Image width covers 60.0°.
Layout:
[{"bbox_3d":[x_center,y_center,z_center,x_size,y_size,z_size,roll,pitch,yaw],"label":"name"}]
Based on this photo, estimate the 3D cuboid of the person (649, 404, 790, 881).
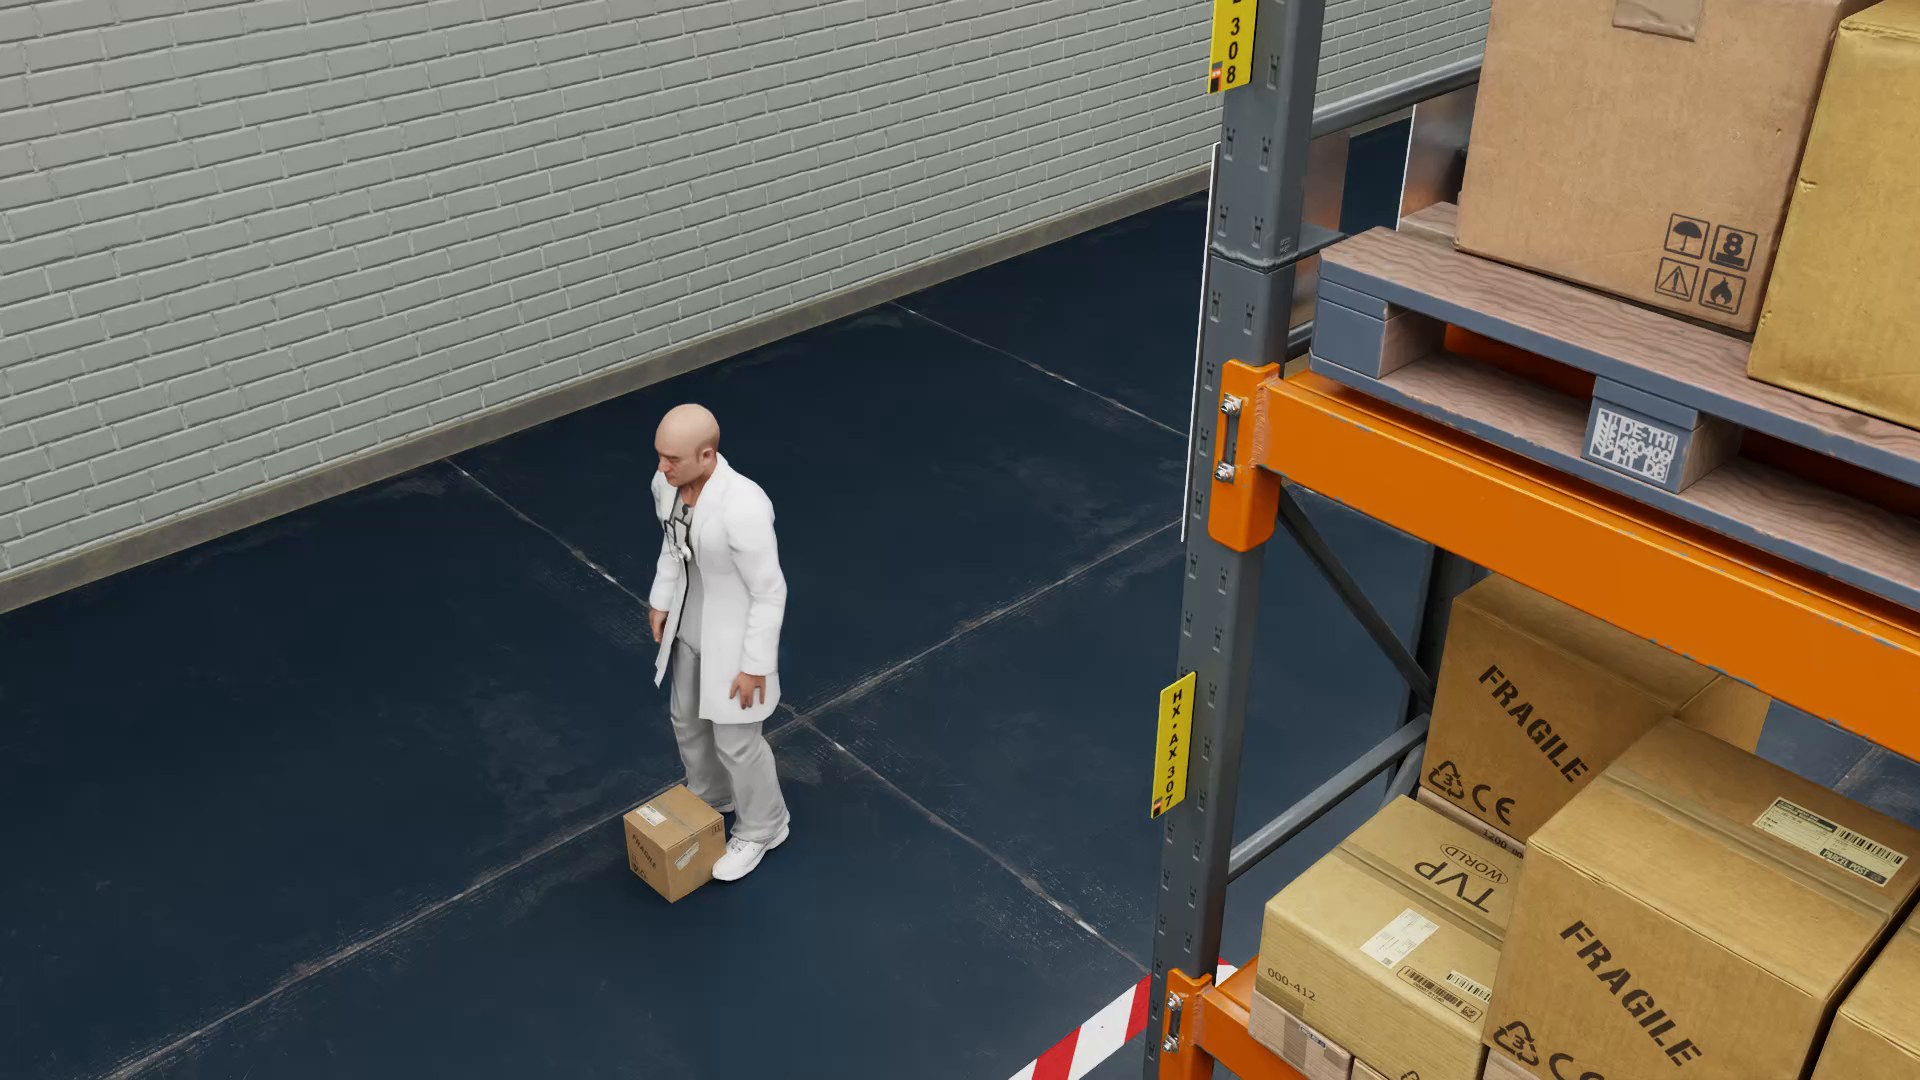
[{"bbox_3d":[-0.824,0.340,5.621,0.423,1.742,0.643,-25,39,-35],"label":"person"}]
